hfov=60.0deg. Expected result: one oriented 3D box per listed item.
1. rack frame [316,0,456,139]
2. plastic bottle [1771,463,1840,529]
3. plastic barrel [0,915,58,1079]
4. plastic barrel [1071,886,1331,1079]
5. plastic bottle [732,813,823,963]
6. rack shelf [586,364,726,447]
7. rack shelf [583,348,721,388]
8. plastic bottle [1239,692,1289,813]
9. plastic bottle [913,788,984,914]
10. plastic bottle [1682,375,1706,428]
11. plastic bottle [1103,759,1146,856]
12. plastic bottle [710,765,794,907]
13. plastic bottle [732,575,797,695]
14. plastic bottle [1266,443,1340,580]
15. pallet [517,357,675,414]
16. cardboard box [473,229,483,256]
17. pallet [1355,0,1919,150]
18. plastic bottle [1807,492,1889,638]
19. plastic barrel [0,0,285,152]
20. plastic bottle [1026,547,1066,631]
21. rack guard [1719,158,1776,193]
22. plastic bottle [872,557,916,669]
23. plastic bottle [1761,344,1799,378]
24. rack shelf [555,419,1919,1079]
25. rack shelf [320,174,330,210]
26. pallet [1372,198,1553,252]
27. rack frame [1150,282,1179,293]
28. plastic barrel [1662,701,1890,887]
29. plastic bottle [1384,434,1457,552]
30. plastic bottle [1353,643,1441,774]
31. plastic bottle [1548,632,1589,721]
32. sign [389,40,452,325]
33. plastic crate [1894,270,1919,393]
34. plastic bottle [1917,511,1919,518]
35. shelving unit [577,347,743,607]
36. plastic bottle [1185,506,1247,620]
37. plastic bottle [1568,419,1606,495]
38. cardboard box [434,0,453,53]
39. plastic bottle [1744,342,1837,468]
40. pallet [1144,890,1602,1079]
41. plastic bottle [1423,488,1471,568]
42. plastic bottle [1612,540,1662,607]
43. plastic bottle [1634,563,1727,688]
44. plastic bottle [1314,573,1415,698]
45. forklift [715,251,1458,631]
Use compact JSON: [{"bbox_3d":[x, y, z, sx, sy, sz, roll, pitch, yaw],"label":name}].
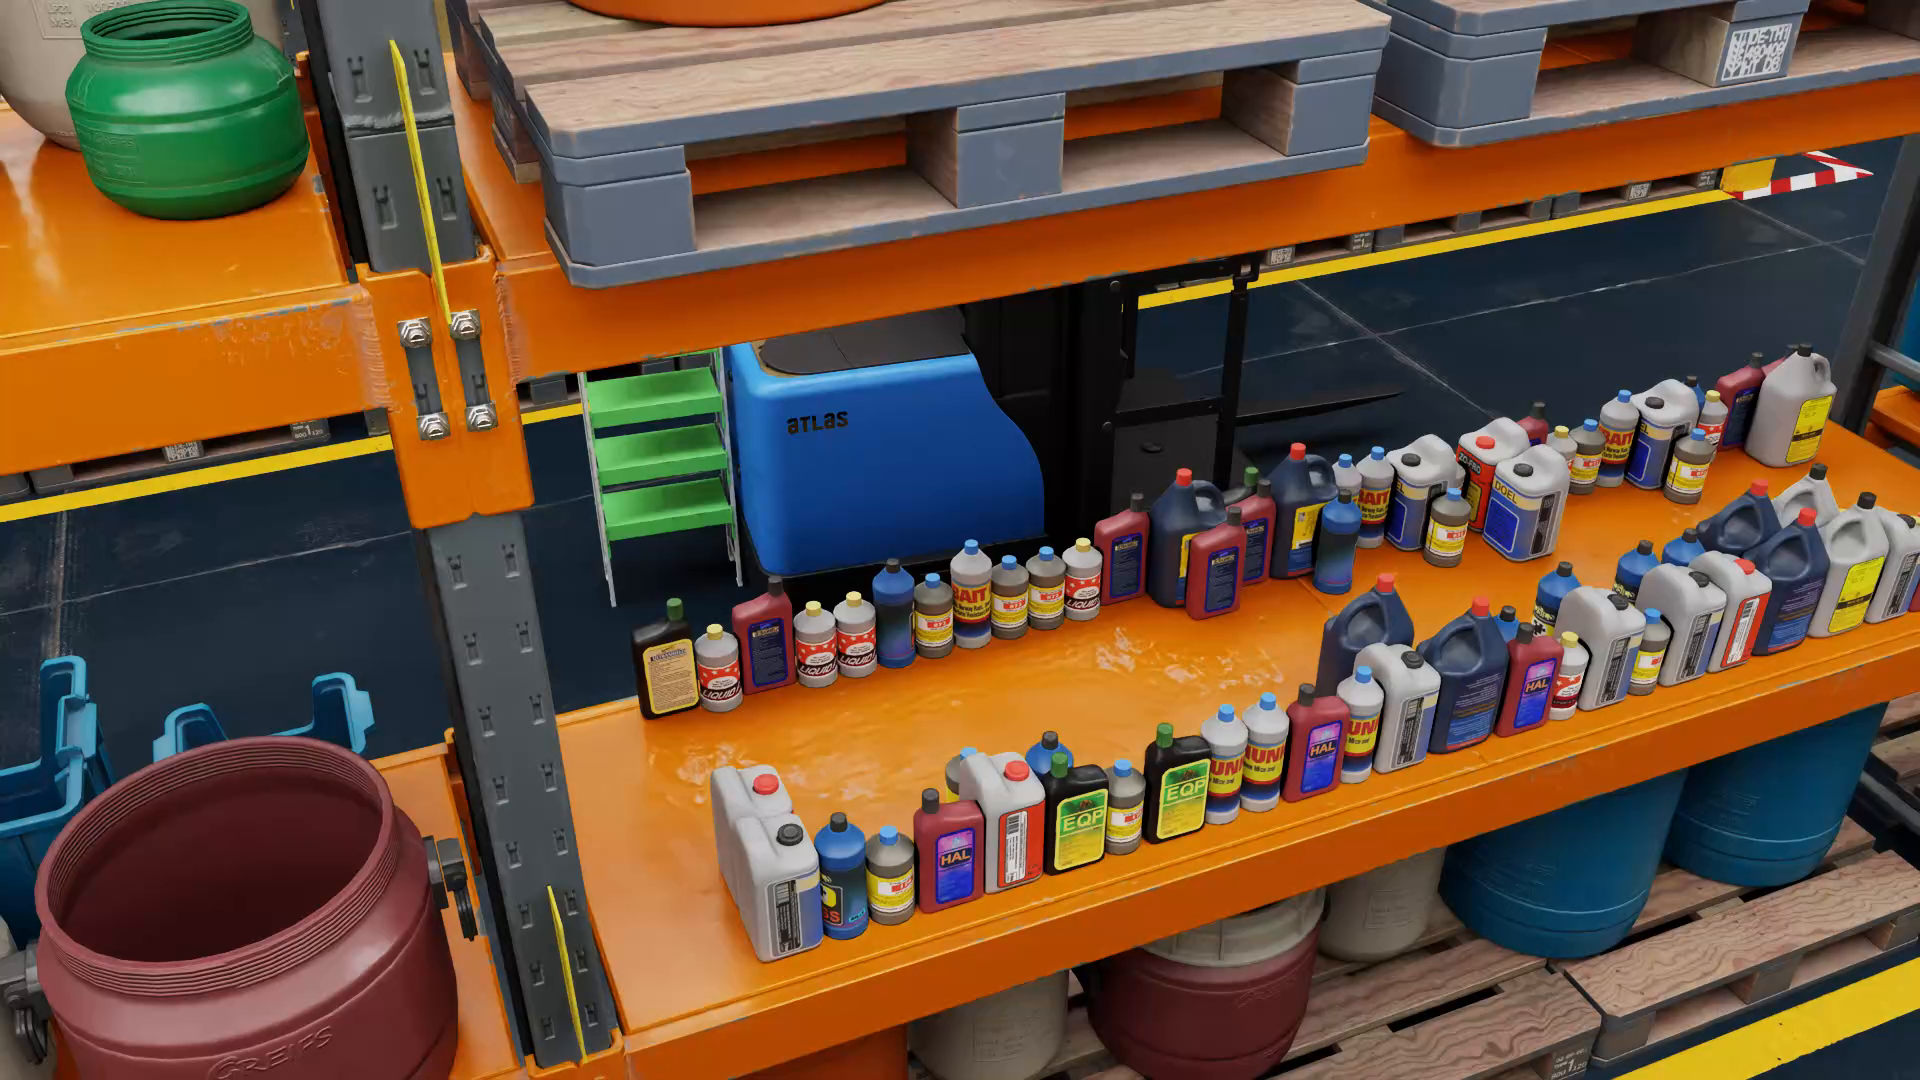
[{"bbox_3d":[-0.867,-2.002,1.575,0.127,3.000,1.000,-13,35,-19],"label":"rack frame"},{"bbox_3d":[2.045,-0.025,4.083,0.185,0.351,0.144,-13,35,-19],"label":"plastic bottle"},{"bbox_3d":[-1.733,0.791,2.682,0.421,0.512,0.421,0,33,0],"label":"plastic barrel"},{"bbox_3d":[0.619,0.997,4.293,0.708,0.588,0.600,-13,35,-19],"label":"plastic barrel"},{"bbox_3d":[-0.343,0.636,3.136,0.135,0.276,0.152,-13,35,-19],"label":"plastic bottle"},{"bbox_3d":[-1.121,-0.495,6.088,0.480,0.148,0.258,-9,34,-14],"label":"rack shelf"},{"bbox_3d":[-1.121,-0.697,5.958,0.480,0.148,0.258,-9,34,-14],"label":"rack shelf"},{"bbox_3d":[0.627,0.432,3.453,0.097,0.271,0.097,0,33,0],"label":"plastic bottle"},{"bbox_3d":[-0.022,0.587,3.205,0.133,0.283,0.061,-13,35,-19],"label":"plastic bottle"},{"bbox_3d":[2.006,-0.332,4.628,0.097,0.271,0.097,0,33,0],"label":"plastic bottle"},{"bbox_3d":[0.325,0.531,3.366,0.097,0.201,0.097,0,33,0],"label":"plastic bottle"},{"bbox_3d":[-0.401,0.560,3.253,0.135,0.276,0.152,-13,35,-19],"label":"plastic bottle"},{"bbox_3d":[-0.446,0.213,3.779,0.133,0.283,0.061,-13,35,-19],"label":"plastic bottle"},{"bbox_3d":[0.851,-0.087,4.179,0.185,0.351,0.144,-13,35,-19],"label":"plastic bottle"},{"bbox_3d":[-2.078,-0.948,8.014,1.213,0.211,1.003,-13,35,-19],"label":"pallet"},{"bbox_3d":[-2.250,-1.068,7.529,0.500,0.500,0.500,-11,35,-17],"label":"cardboard box"},{"bbox_3d":[1.092,-1.054,3.042,1.213,0.211,1.003,-13,35,-19],"label":"pallet"},{"bbox_3d":[2.101,0.048,3.971,0.185,0.351,0.144,-13,35,-19],"label":"plastic bottle"},{"bbox_3d":[-1.272,-0.880,2.499,0.421,0.512,0.421,0,33,0],"label":"plastic barrel"},{"bbox_3d":[0.206,0.109,4.014,0.097,0.201,0.097,0,33,0],"label":"plastic bottle"},{"bbox_3d":[4.525,-2.604,10.293,0.348,0.500,1.175,-13,35,-19],"label":"rack guard"},{"bbox_3d":[-0.153,0.162,3.869,0.097,0.271,0.097,0,33,0],"label":"plastic bottle"},{"bbox_3d":[2.318,-0.420,4.752,0.133,0.283,0.061,-13,35,-19],"label":"plastic bottle"},{"bbox_3d":[0.977,0.392,4.056,4.000,0.370,1.077,-13,35,-19],"label":"rack shelf"},{"bbox_3d":[-4.625,-1.255,6.588,4.000,0.370,1.077,-13,35,-19],"label":"rack shelf"},{"bbox_3d":[2.667,-2.058,9.720,1.213,0.211,1.003,-13,35,-19],"label":"pallet"},{"bbox_3d":[0.907,-2.823,8.338,0.127,3.000,1.000,-13,35,-19],"label":"rack frame"},{"bbox_3d":[2.313,0.478,4.803,0.708,0.901,0.600,-13,35,-19],"label":"plastic barrel"},{"bbox_3d":[1.180,-0.129,4.311,0.135,0.276,0.152,-13,35,-19],"label":"plastic bottle"},{"bbox_3d":[0.936,0.343,3.586,0.135,0.276,0.152,-13,35,-19],"label":"plastic bottle"},{"bbox_3d":[1.347,0.297,3.726,0.097,0.201,0.097,0,33,0],"label":"plastic bottle"},{"bbox_3d":[-0.647,-0.425,1.999,0.005,0.325,0.100,-13,35,-19],"label":"sign"},{"bbox_3d":[3.120,-0.620,4.912,0.575,0.384,0.392,-13,35,-19],"label":"plastic crate"},{"bbox_3d":[2.518,-0.061,4.276,0.097,0.201,0.097,0,33,0],"label":"plastic bottle"},{"bbox_3d":[-1.121,-0.348,6.184,0.503,1.200,0.258,-9,34,-14],"label":"shelving unit"},{"bbox_3d":[0.621,0.054,4.023,0.133,0.283,0.061,-13,35,-19],"label":"plastic bottle"},{"bbox_3d":[1.702,-0.234,4.541,0.097,0.201,0.097,0,33,0],"label":"plastic bottle"},{"bbox_3d":[-2.244,-2.386,7.190,0.500,0.500,0.700,-26,41,-34],"label":"cardboard box"},{"bbox_3d":[2.334,-0.391,4.646,0.185,0.351,0.144,-13,35,-19],"label":"plastic bottle"},{"bbox_3d":[0.967,1.239,4.652,1.213,0.211,1.003,-13,35,-19],"label":"pallet"},{"bbox_3d":[1.245,-0.039,4.241,0.097,0.201,0.097,0,33,0],"label":"plastic bottle"},{"bbox_3d":[1.592,0.121,3.931,0.097,0.271,0.097,0,33,0],"label":"plastic bottle"},{"bbox_3d":[1.657,0.178,3.839,0.135,0.276,0.152,-13,35,-19],"label":"plastic bottle"},{"bbox_3d":[0.902,0.232,3.688,0.185,0.351,0.144,-13,35,-19],"label":"plastic bottle"},{"bbox_3d":[0.602,-1.325,6.099,3.031,2.935,1.130,-9,34,-14],"label":"forklift"}]
